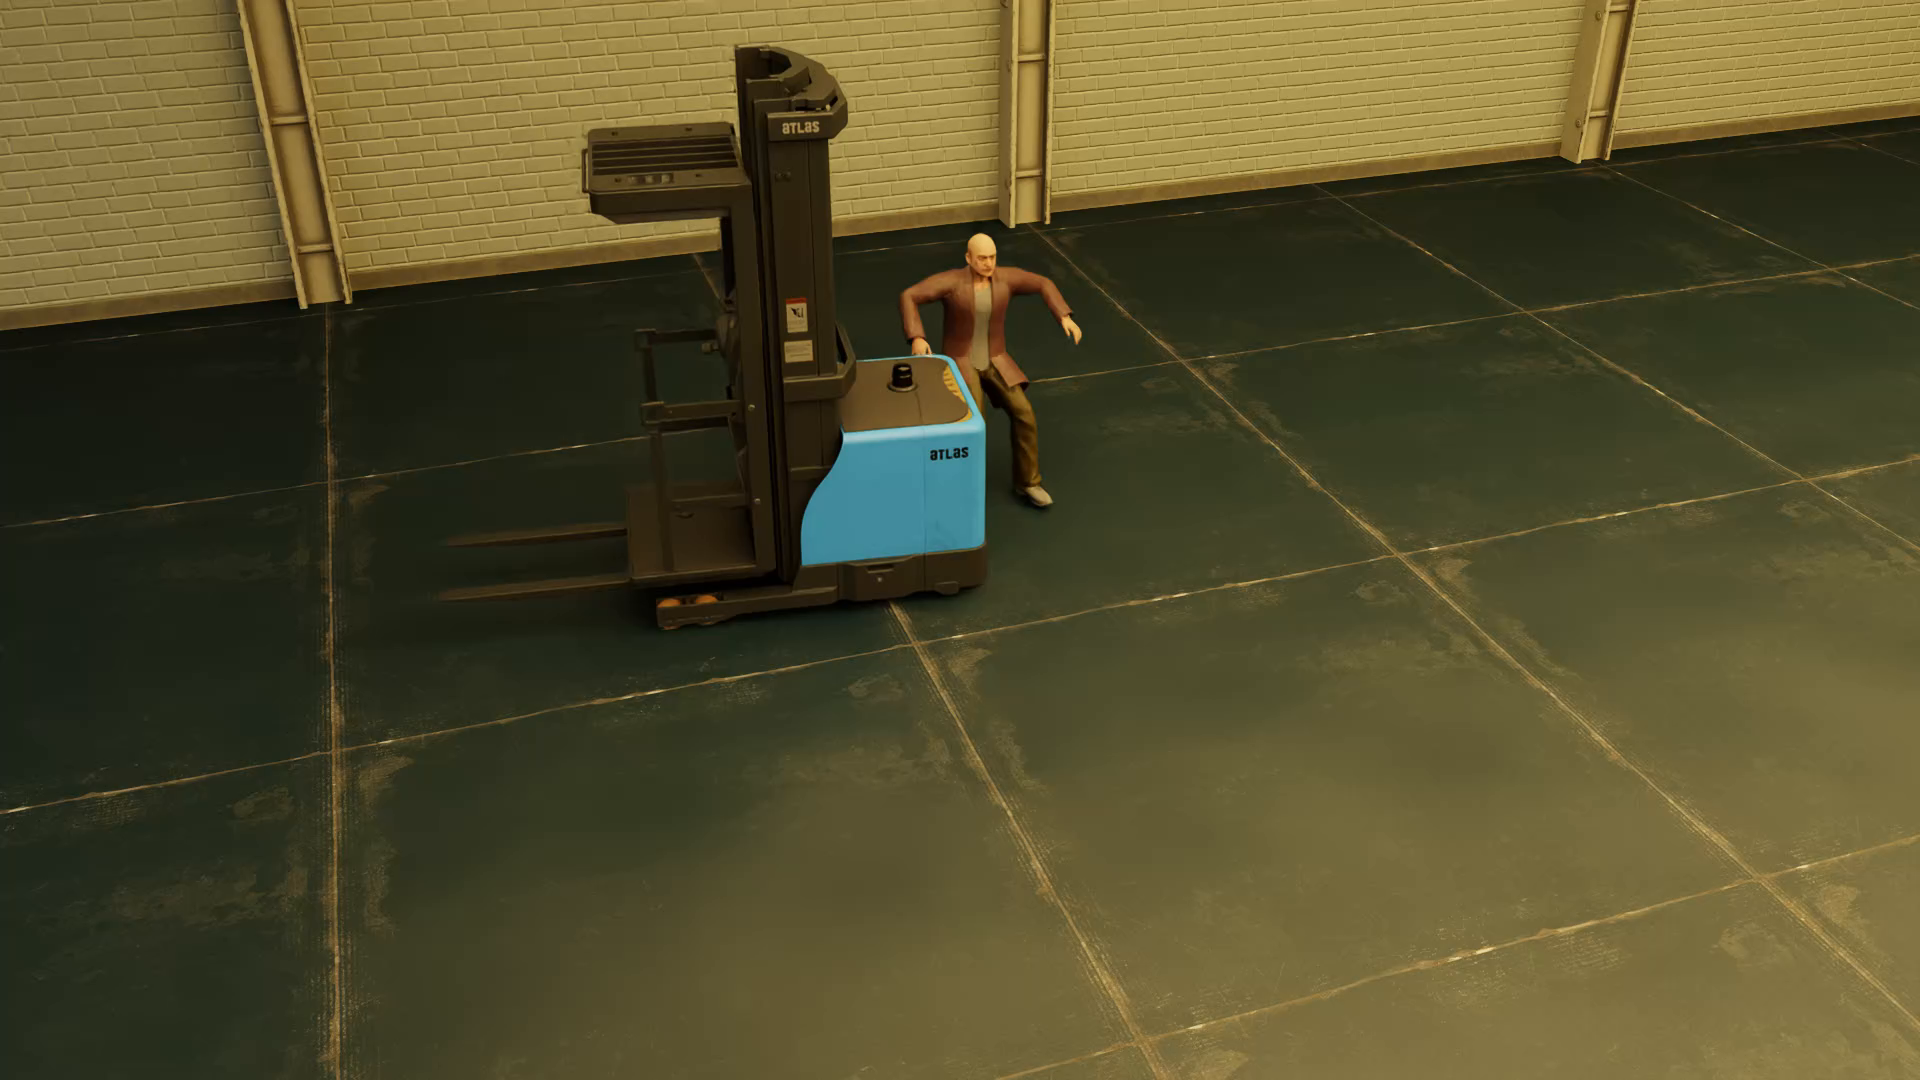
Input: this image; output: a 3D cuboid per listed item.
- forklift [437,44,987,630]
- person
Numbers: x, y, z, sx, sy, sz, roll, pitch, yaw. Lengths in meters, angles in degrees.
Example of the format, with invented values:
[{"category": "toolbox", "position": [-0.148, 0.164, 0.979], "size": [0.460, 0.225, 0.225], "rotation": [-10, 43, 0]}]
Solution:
[{"category": "forklift", "position": [-1.416, -1.064, 8.937], "size": [3.031, 2.935, 1.130], "rotation": [-6, 30, -10]}, {"category": "person", "position": [0.216, -1.031, 10.205], "size": [1.125, 1.612, 0.854], "rotation": [-10, 31, -16]}]
